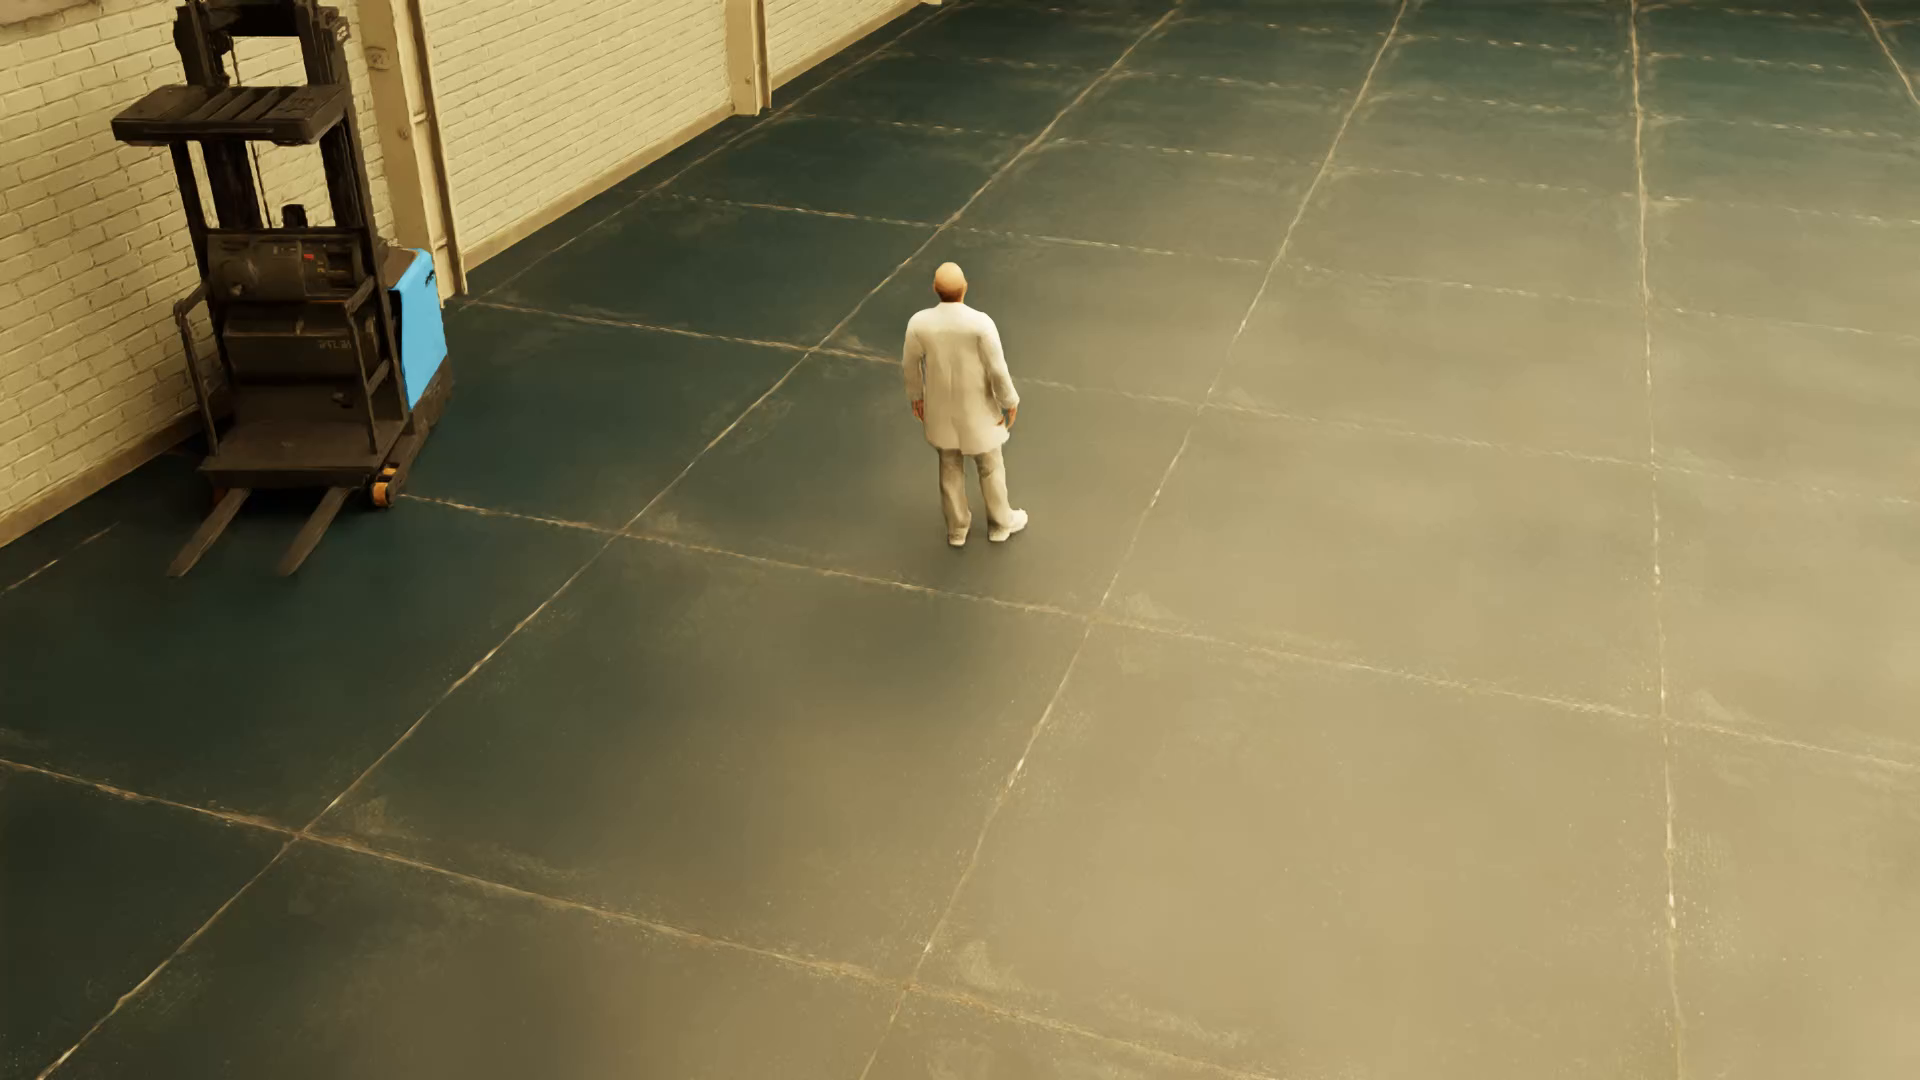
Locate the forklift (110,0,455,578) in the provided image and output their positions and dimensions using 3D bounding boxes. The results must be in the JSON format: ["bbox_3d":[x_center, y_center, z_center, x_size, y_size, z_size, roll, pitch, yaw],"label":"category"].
[{"bbox_3d":[-4.122,-1.628,9.992,1.130,2.935,3.031,-1,30,-1],"label":"forklift"}]

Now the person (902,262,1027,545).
[{"bbox_3d":[0.034,-0.820,9.726,0.694,1.776,0.579,10,31,16],"label":"person"}]
